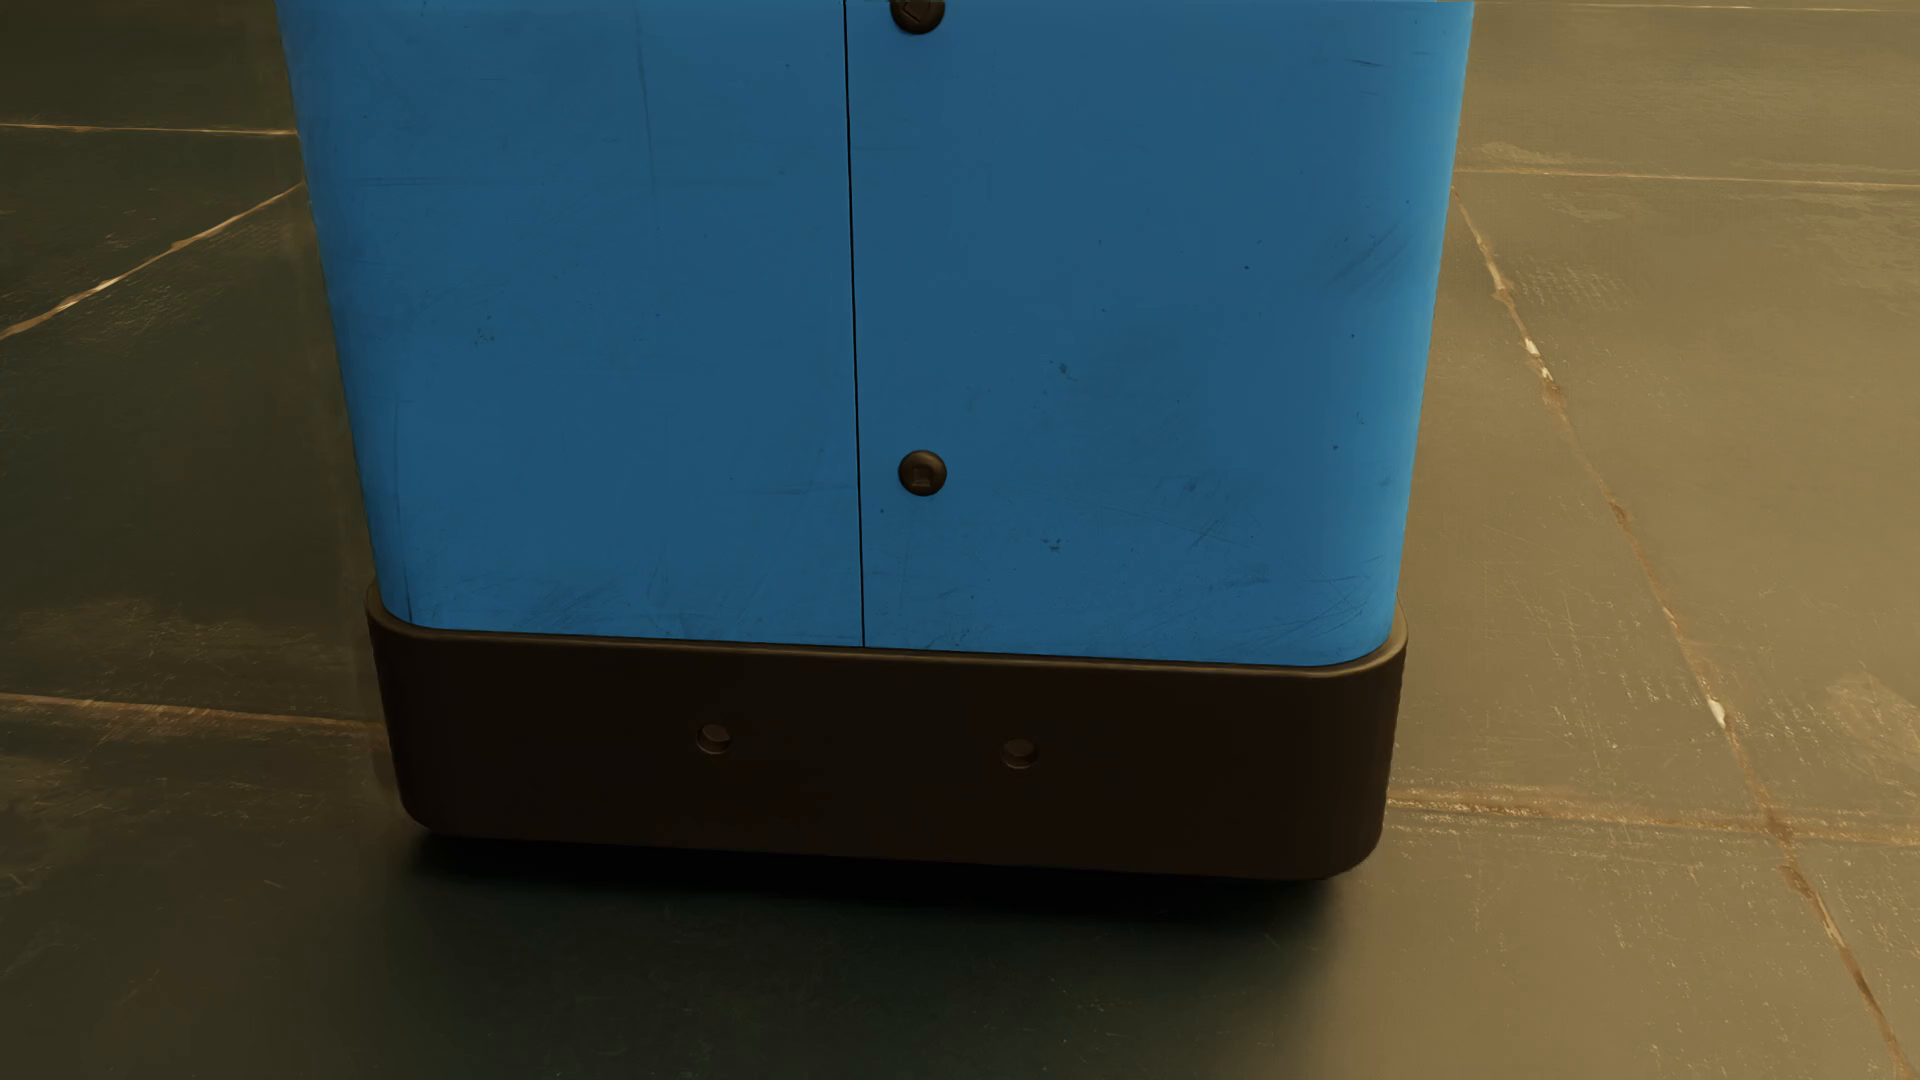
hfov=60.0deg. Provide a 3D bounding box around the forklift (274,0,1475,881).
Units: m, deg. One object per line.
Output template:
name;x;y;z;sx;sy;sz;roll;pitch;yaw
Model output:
forklift;0.036;-1.597;2.417;1.130;2.935;3.031;2;27;4
